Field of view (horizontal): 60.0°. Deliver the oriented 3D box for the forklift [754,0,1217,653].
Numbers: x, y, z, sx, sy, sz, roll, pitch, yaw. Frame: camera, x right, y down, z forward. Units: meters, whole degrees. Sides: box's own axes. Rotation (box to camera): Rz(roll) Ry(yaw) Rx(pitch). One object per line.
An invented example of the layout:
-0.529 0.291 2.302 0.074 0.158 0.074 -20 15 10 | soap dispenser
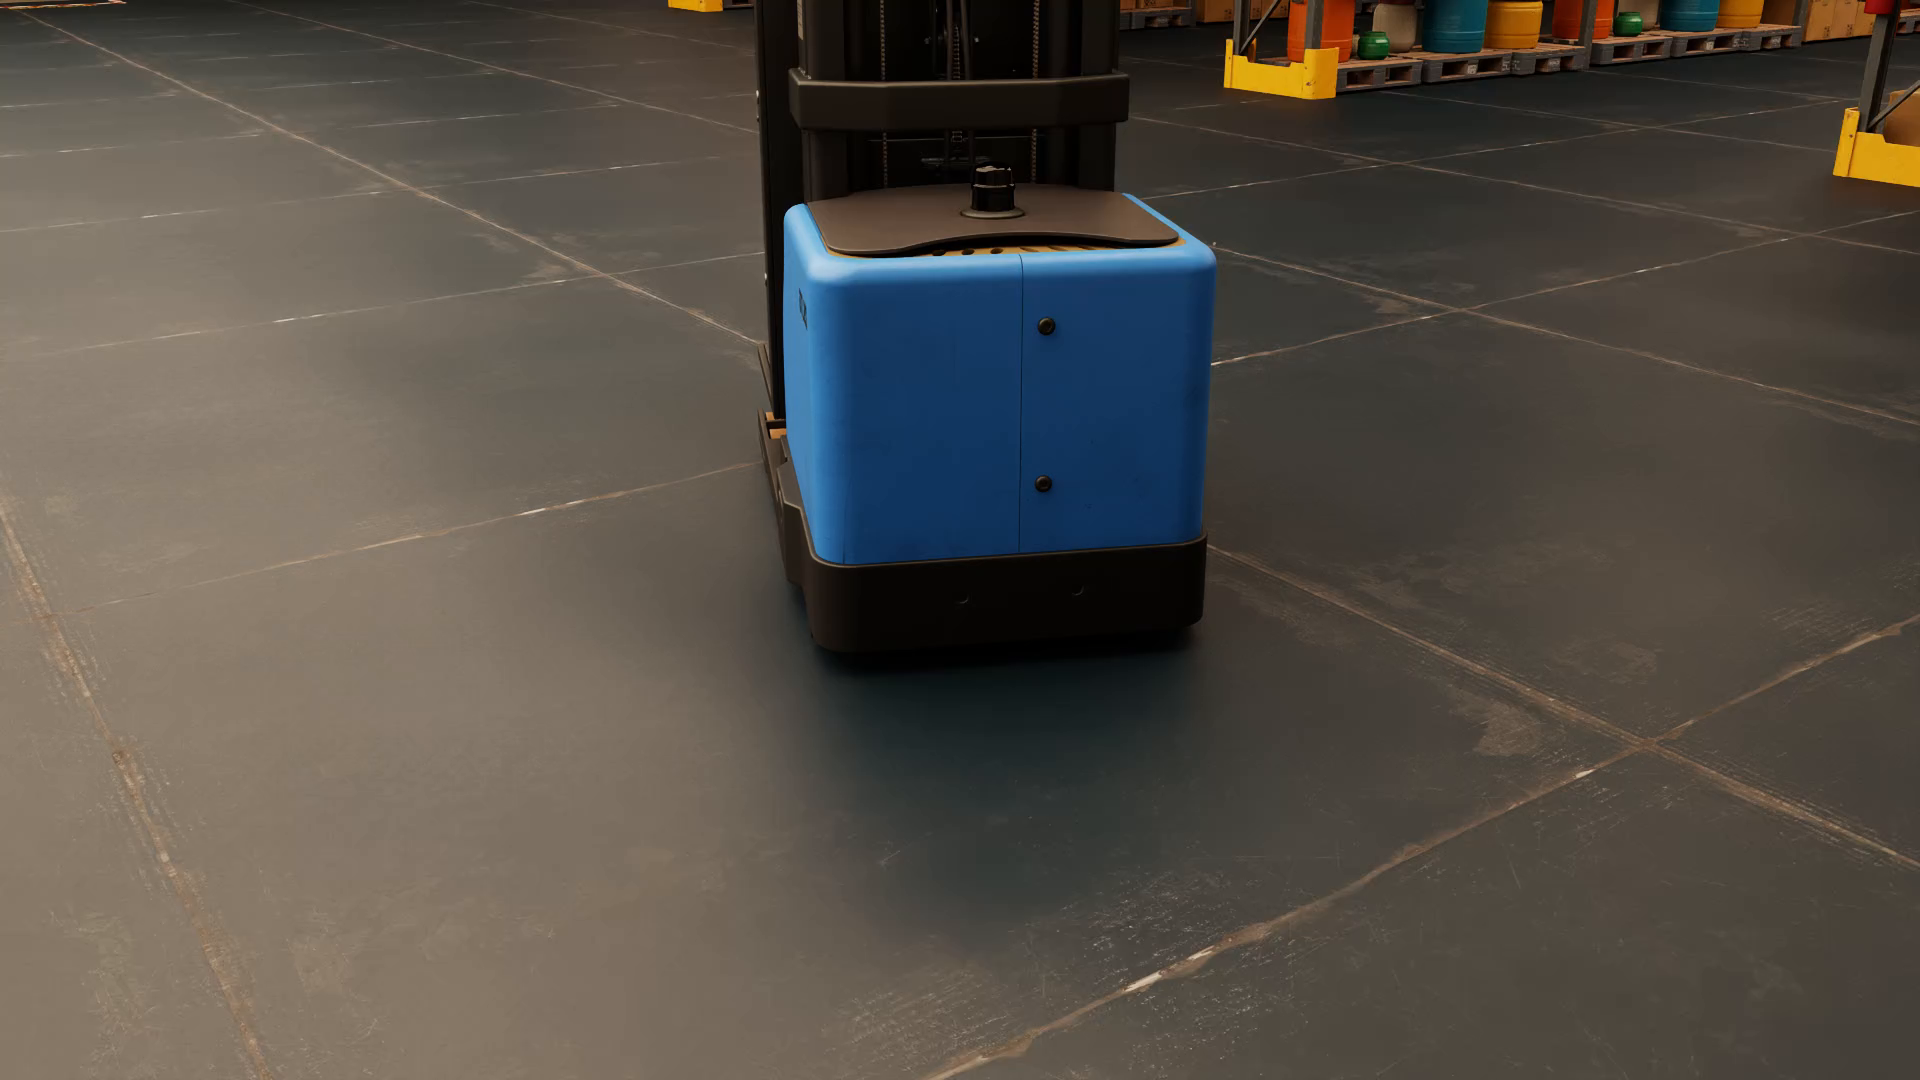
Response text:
-0.108 -1.590 5.183 1.130 2.935 3.031 -4 22 -9 | forklift
